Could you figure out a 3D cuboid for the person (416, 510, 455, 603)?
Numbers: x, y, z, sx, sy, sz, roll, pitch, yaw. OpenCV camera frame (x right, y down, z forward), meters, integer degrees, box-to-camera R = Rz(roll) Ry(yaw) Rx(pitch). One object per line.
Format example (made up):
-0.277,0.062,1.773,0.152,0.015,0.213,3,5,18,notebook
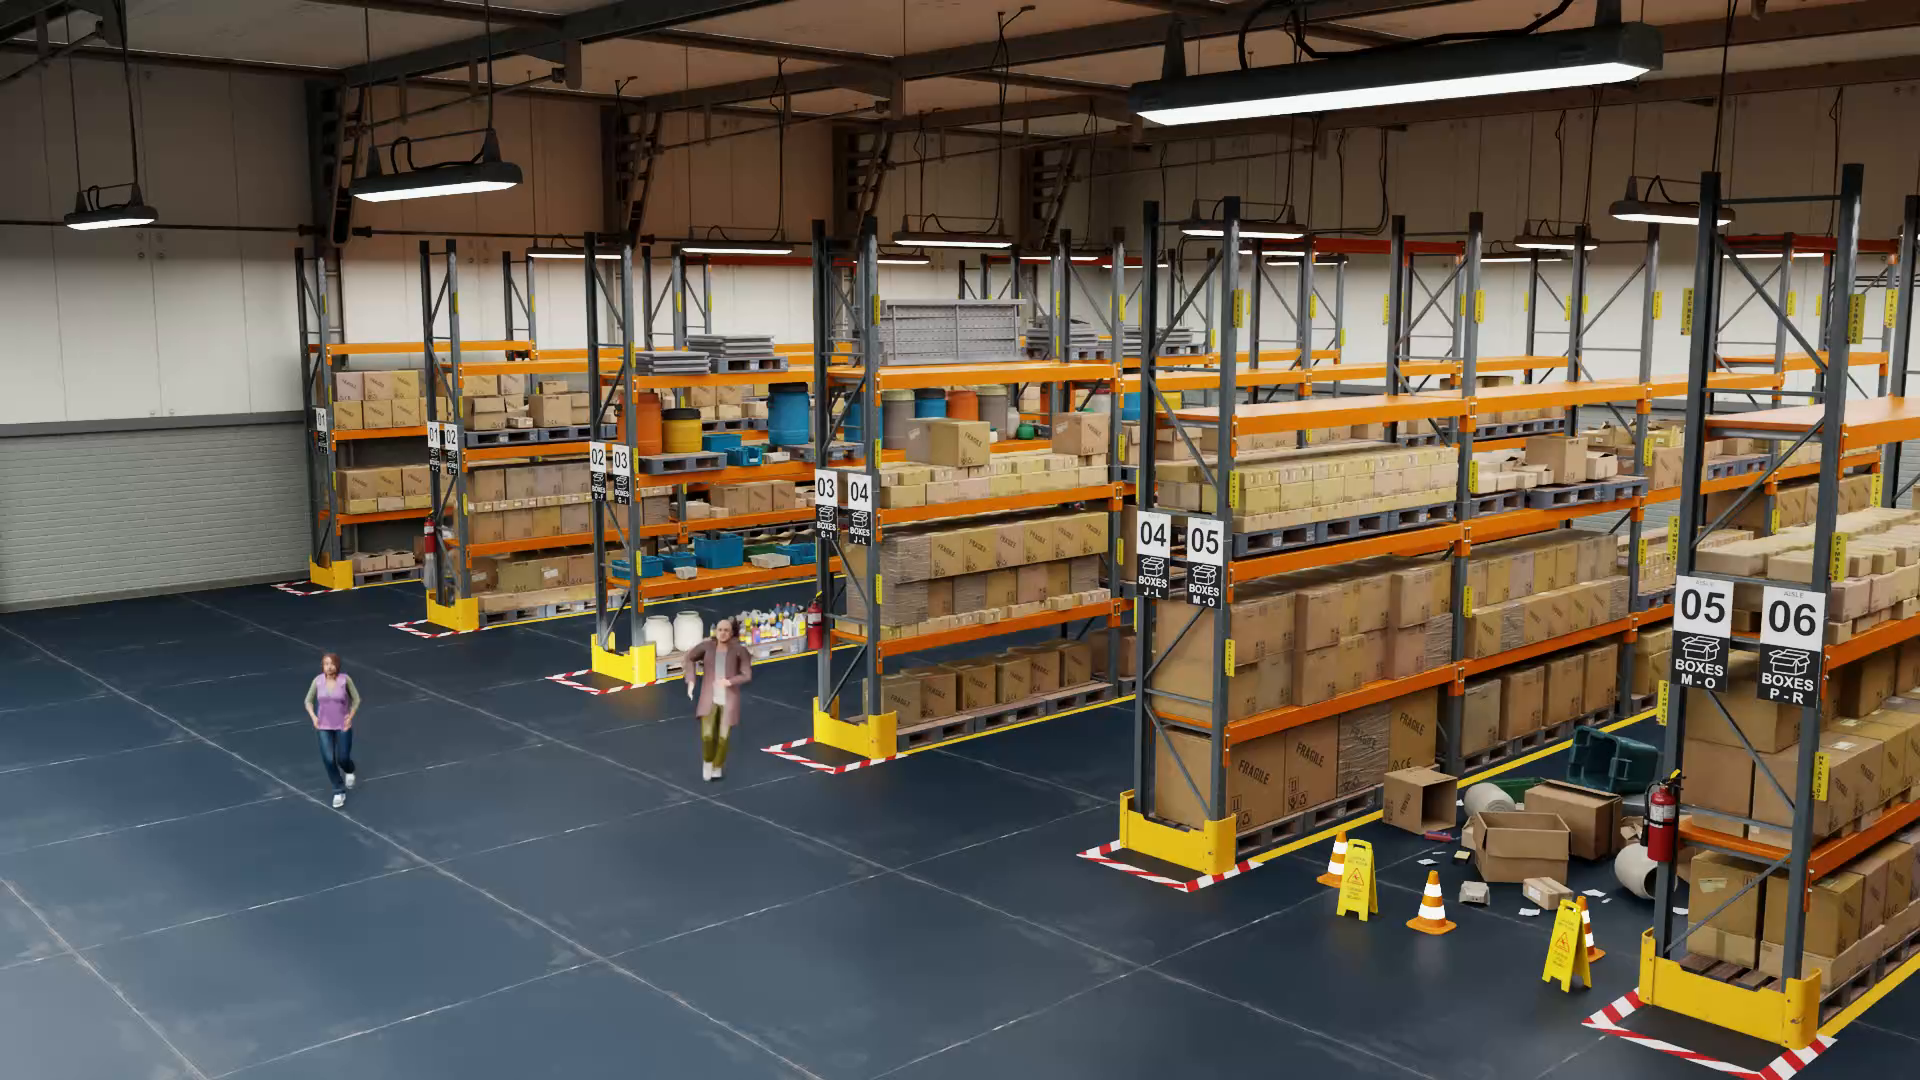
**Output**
-8.679,0.314,27.562,0.580,1.651,0.560,6,10,36,person

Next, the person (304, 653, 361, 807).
-6.415,1.913,17.035,0.548,1.571,0.538,-2,9,-12,person

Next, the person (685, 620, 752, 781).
-2.572,1.716,17.743,0.707,1.740,0.636,-1,8,-9,person
